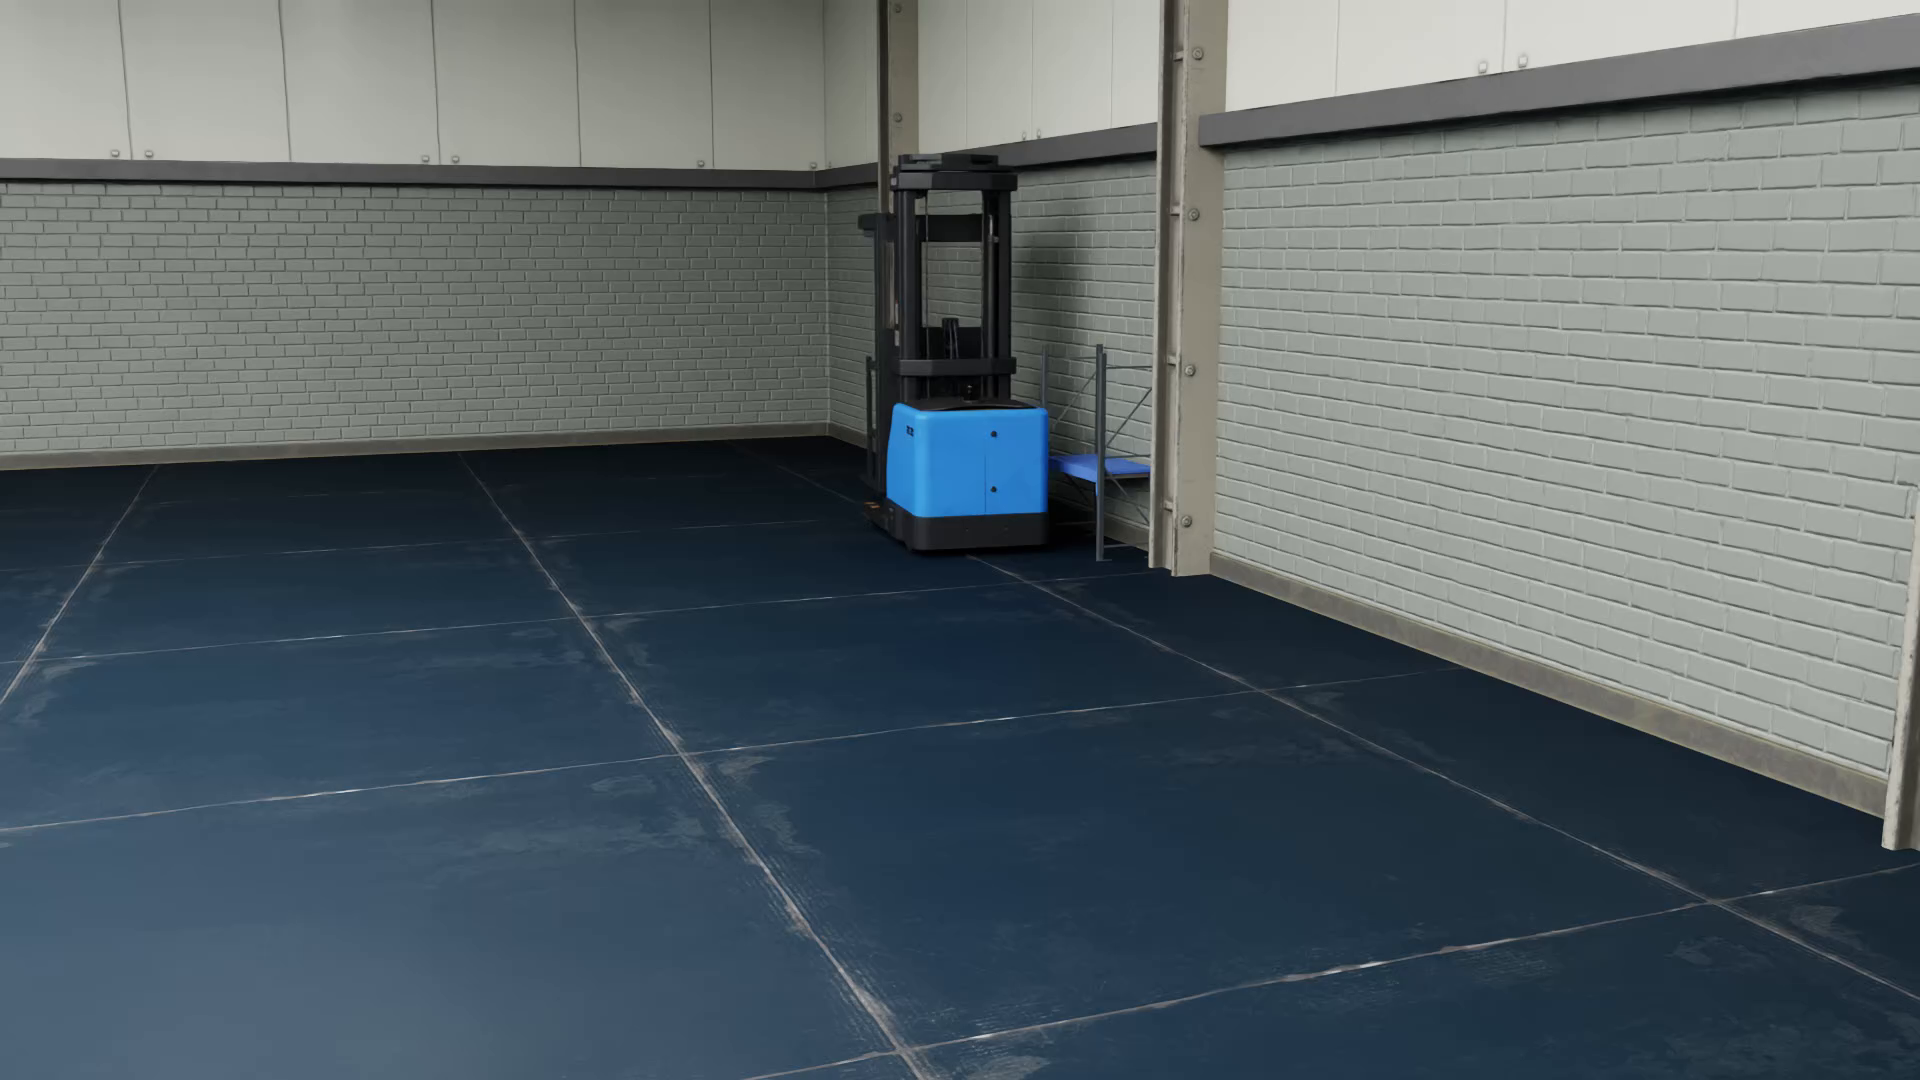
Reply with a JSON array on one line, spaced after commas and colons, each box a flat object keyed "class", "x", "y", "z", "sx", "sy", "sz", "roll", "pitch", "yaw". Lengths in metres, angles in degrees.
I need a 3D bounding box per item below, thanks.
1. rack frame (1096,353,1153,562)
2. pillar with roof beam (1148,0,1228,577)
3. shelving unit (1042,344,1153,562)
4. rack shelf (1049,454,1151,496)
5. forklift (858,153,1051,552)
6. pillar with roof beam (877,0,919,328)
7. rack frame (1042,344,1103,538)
[{"class": "rack frame", "x": 1.227, "y": -0.600, "z": 12.012, "sx": 0.500, "sy": 1.500, "sz": 0.032, "roll": -4, "pitch": 11, "yaw": -20}, {"class": "pillar with roof beam", "x": -2.456, "y": -3.946, "z": 9.409, "sx": 9.100, "sy": 9.000, "sz": 0.400, "roll": -4, "pitch": 11, "yaw": -21}, {"class": "shelving unit", "x": 1.048, "y": -0.683, "z": 12.480, "sx": 0.538, "sy": 1.500, "sz": 1.048, "roll": -4, "pitch": 11, "yaw": -20}, {"class": "rack shelf", "x": 1.048, "y": -0.506, "z": 12.511, "sx": 0.538, "sy": 0.185, "sz": 1.000, "roll": -4, "pitch": 11, "yaw": -20}, {"class": "forklift", "x": -0.193, "y": -1.572, "z": 13.389, "sx": 1.130, "sy": 2.935, "sz": 3.031, "roll": -3, "pitch": 10, "yaw": -14}, {"class": "pillar with roof beam", "x": -4.630, "y": -4.925, "z": 14.915, "sx": 9.100, "sy": 9.000, "sz": 0.400, "roll": -4, "pitch": 11, "yaw": -21}, {"class": "rack frame", "x": 0.869, "y": -0.767, "z": 12.948, "sx": 0.500, "sy": 1.500, "sz": 0.032, "roll": -4, "pitch": 11, "yaw": -20}]
